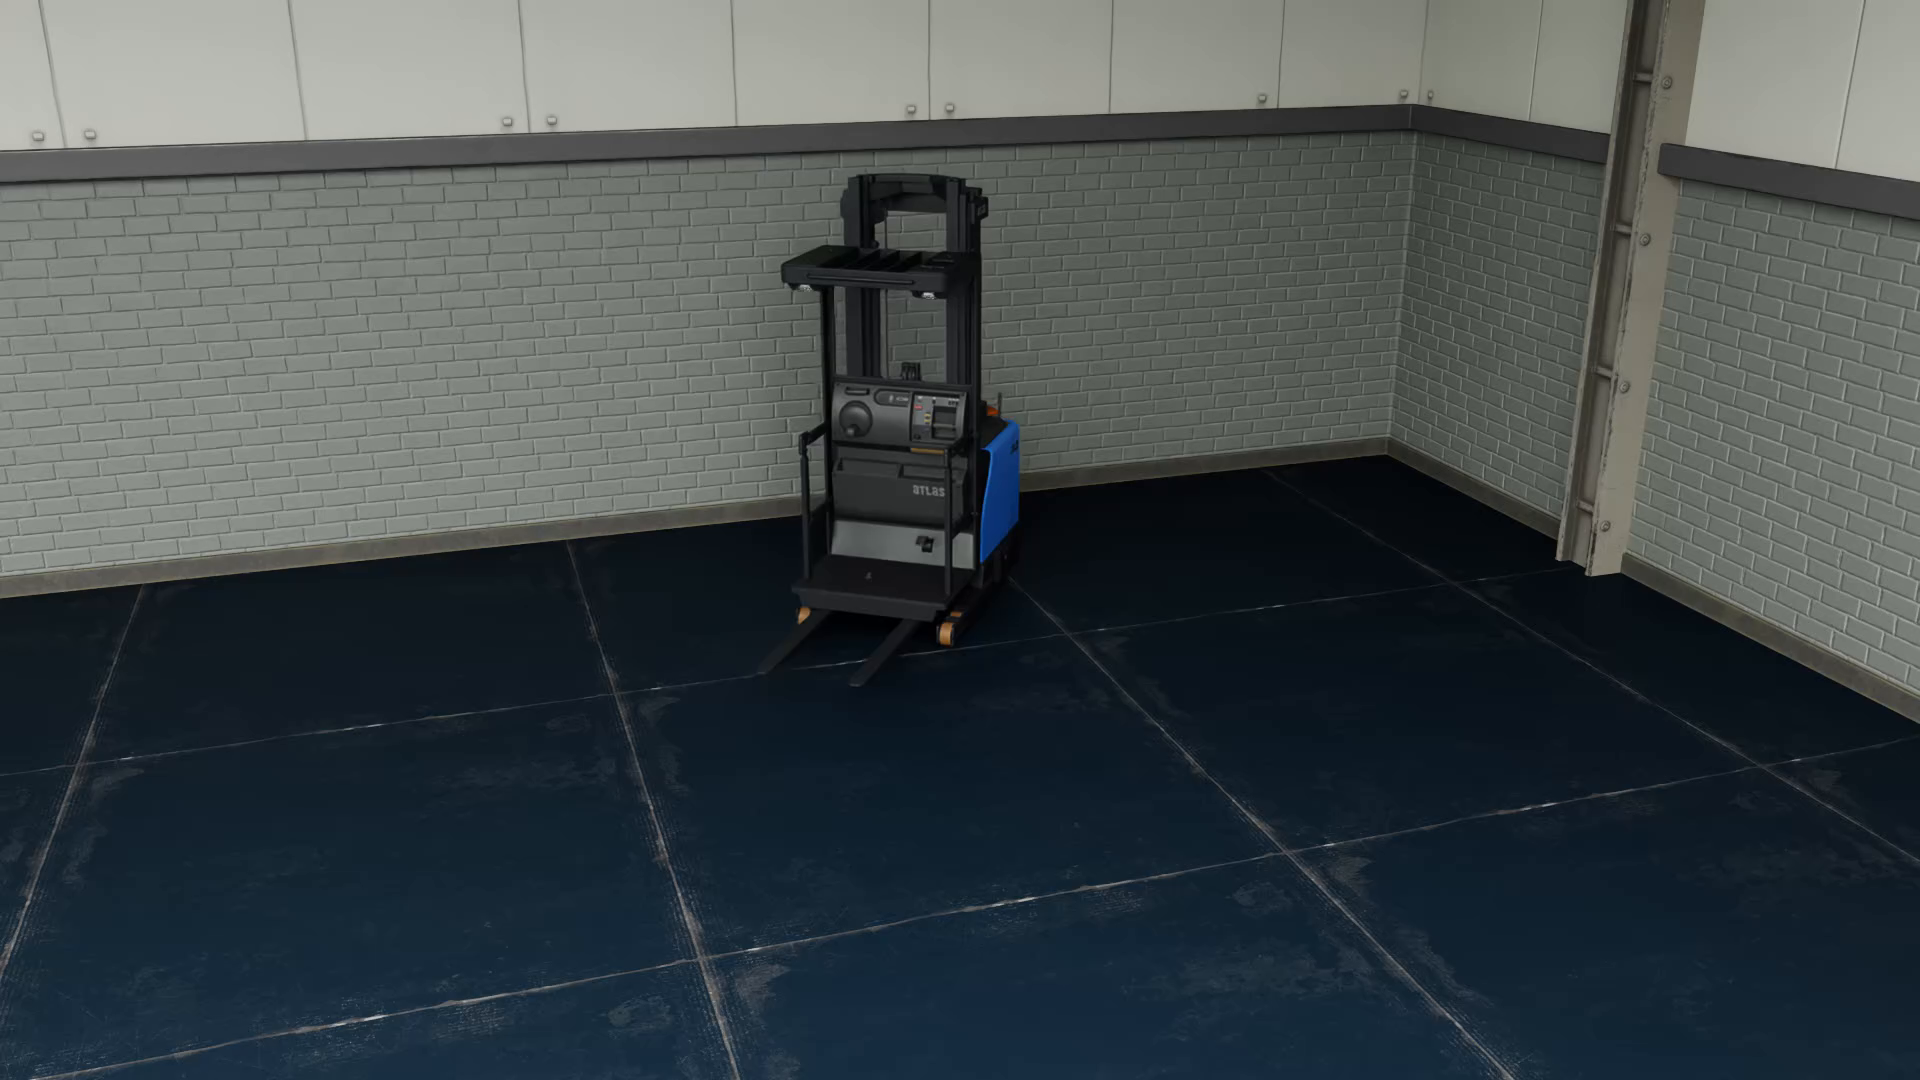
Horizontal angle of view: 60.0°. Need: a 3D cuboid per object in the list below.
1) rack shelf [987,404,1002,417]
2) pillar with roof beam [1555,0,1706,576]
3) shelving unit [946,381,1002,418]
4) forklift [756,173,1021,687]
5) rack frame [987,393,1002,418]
[{"bbox_3d":[0.101,-0.962,12.658,0.258,0.148,0.480,-8,21,-22],"label":"rack shelf"},{"bbox_3d":[0.603,-3.590,9.600,9.100,9.000,0.400,-6,21,-17],"label":"pillar with roof beam"},{"bbox_3d":[0.101,-0.592,12.791,0.258,1.200,0.503,-8,21,-22],"label":"shelving unit"},{"bbox_3d":[-0.468,-0.827,10.883,1.130,2.935,3.031,6,21,16],"label":"forklift"},{"bbox_3d":[0.197,-0.516,12.579,0.240,1.200,0.015,-8,21,-22],"label":"rack frame"}]
